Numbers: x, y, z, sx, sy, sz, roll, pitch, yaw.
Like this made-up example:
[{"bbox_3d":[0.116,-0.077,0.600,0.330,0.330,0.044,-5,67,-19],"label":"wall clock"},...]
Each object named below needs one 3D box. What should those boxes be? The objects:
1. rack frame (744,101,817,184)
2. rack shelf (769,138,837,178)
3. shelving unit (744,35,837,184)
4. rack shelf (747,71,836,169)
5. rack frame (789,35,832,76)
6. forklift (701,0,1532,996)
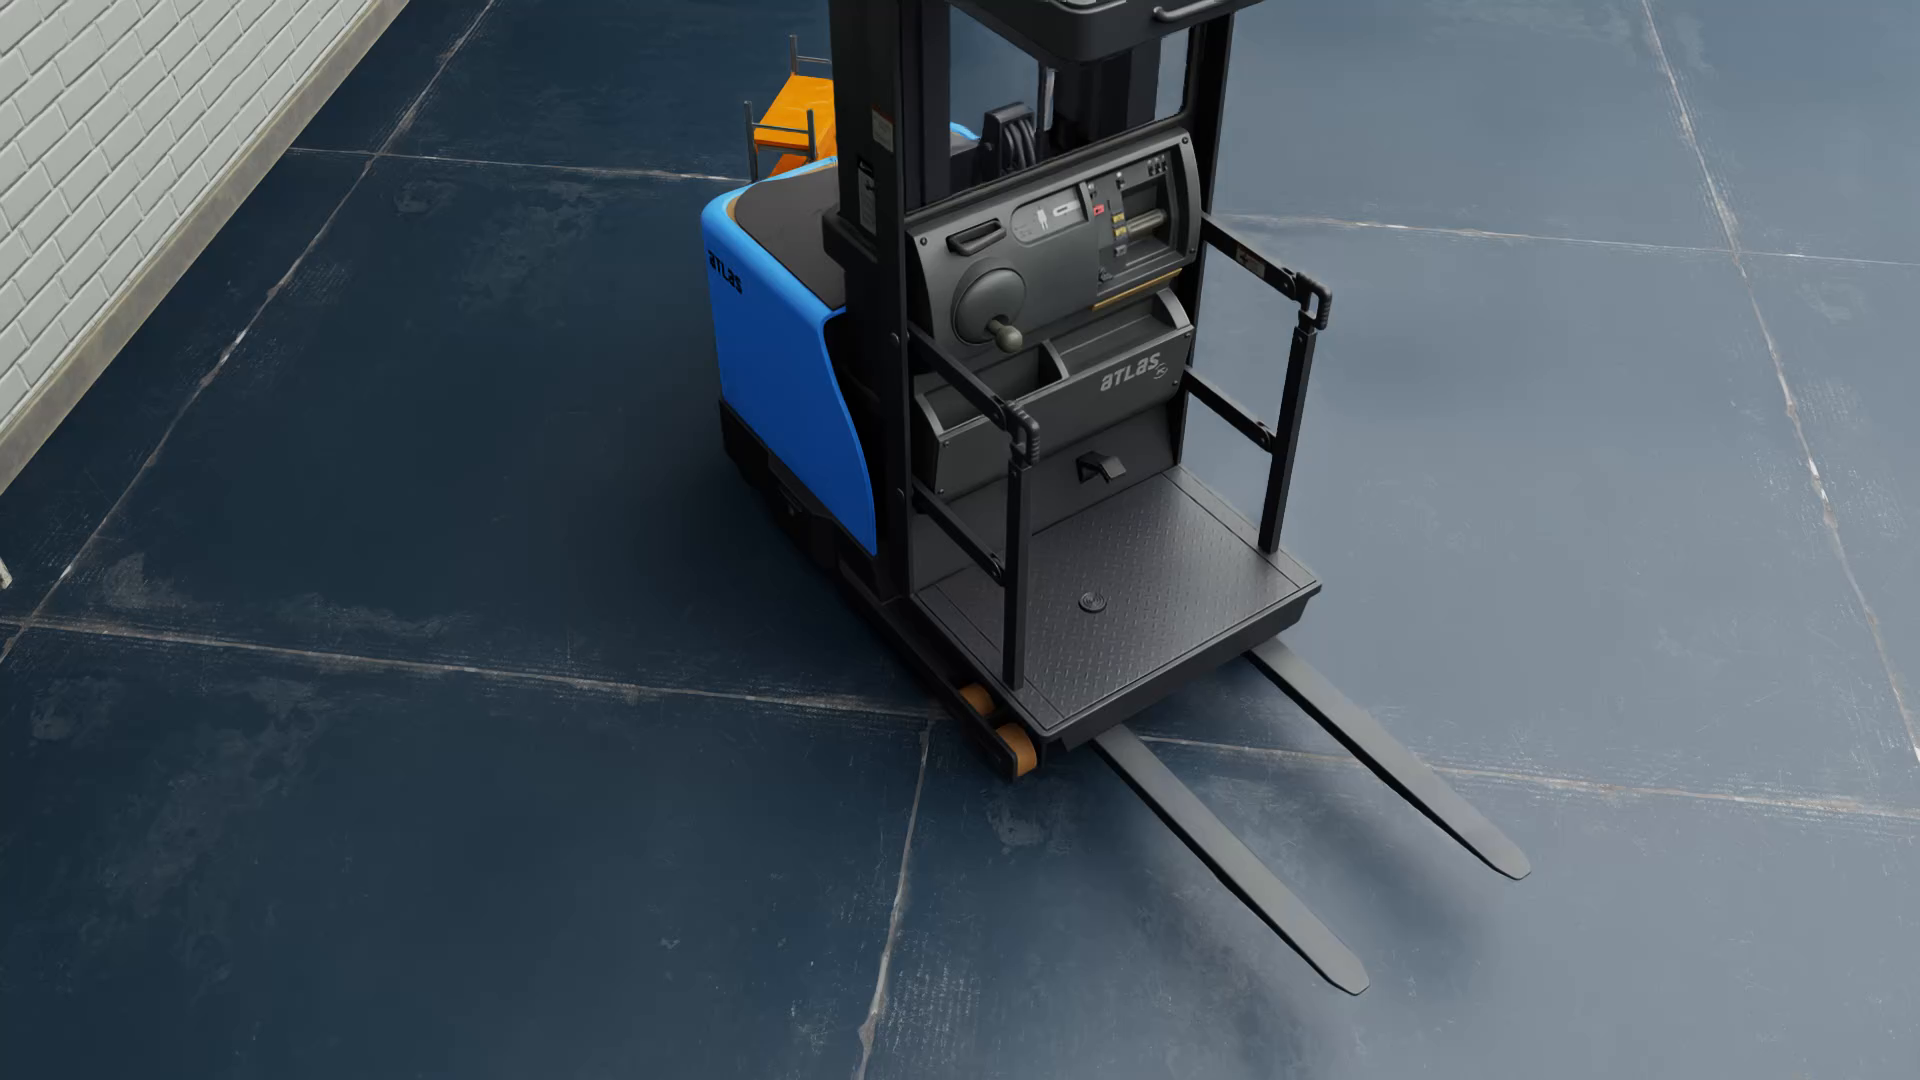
[{"bbox_3d":[-0.603,-1.006,5.940,0.240,1.200,0.015,10,44,10],"label":"rack frame"},{"bbox_3d":[-0.544,-1.283,6.005,0.258,0.148,0.480,10,44,10],"label":"rack shelf"},{"bbox_3d":[-0.544,-1.169,6.112,0.258,1.200,0.503,10,44,10],"label":"shelving unit"},{"bbox_3d":[-0.544,-1.455,5.842,0.258,0.148,0.480,10,44,10],"label":"rack shelf"},{"bbox_3d":[-0.486,-1.332,6.284,0.240,1.200,0.015,10,44,10],"label":"rack frame"},{"bbox_3d":[0.404,-0.732,4.392,1.130,2.935,3.031,-26,49,-25],"label":"forklift"}]
